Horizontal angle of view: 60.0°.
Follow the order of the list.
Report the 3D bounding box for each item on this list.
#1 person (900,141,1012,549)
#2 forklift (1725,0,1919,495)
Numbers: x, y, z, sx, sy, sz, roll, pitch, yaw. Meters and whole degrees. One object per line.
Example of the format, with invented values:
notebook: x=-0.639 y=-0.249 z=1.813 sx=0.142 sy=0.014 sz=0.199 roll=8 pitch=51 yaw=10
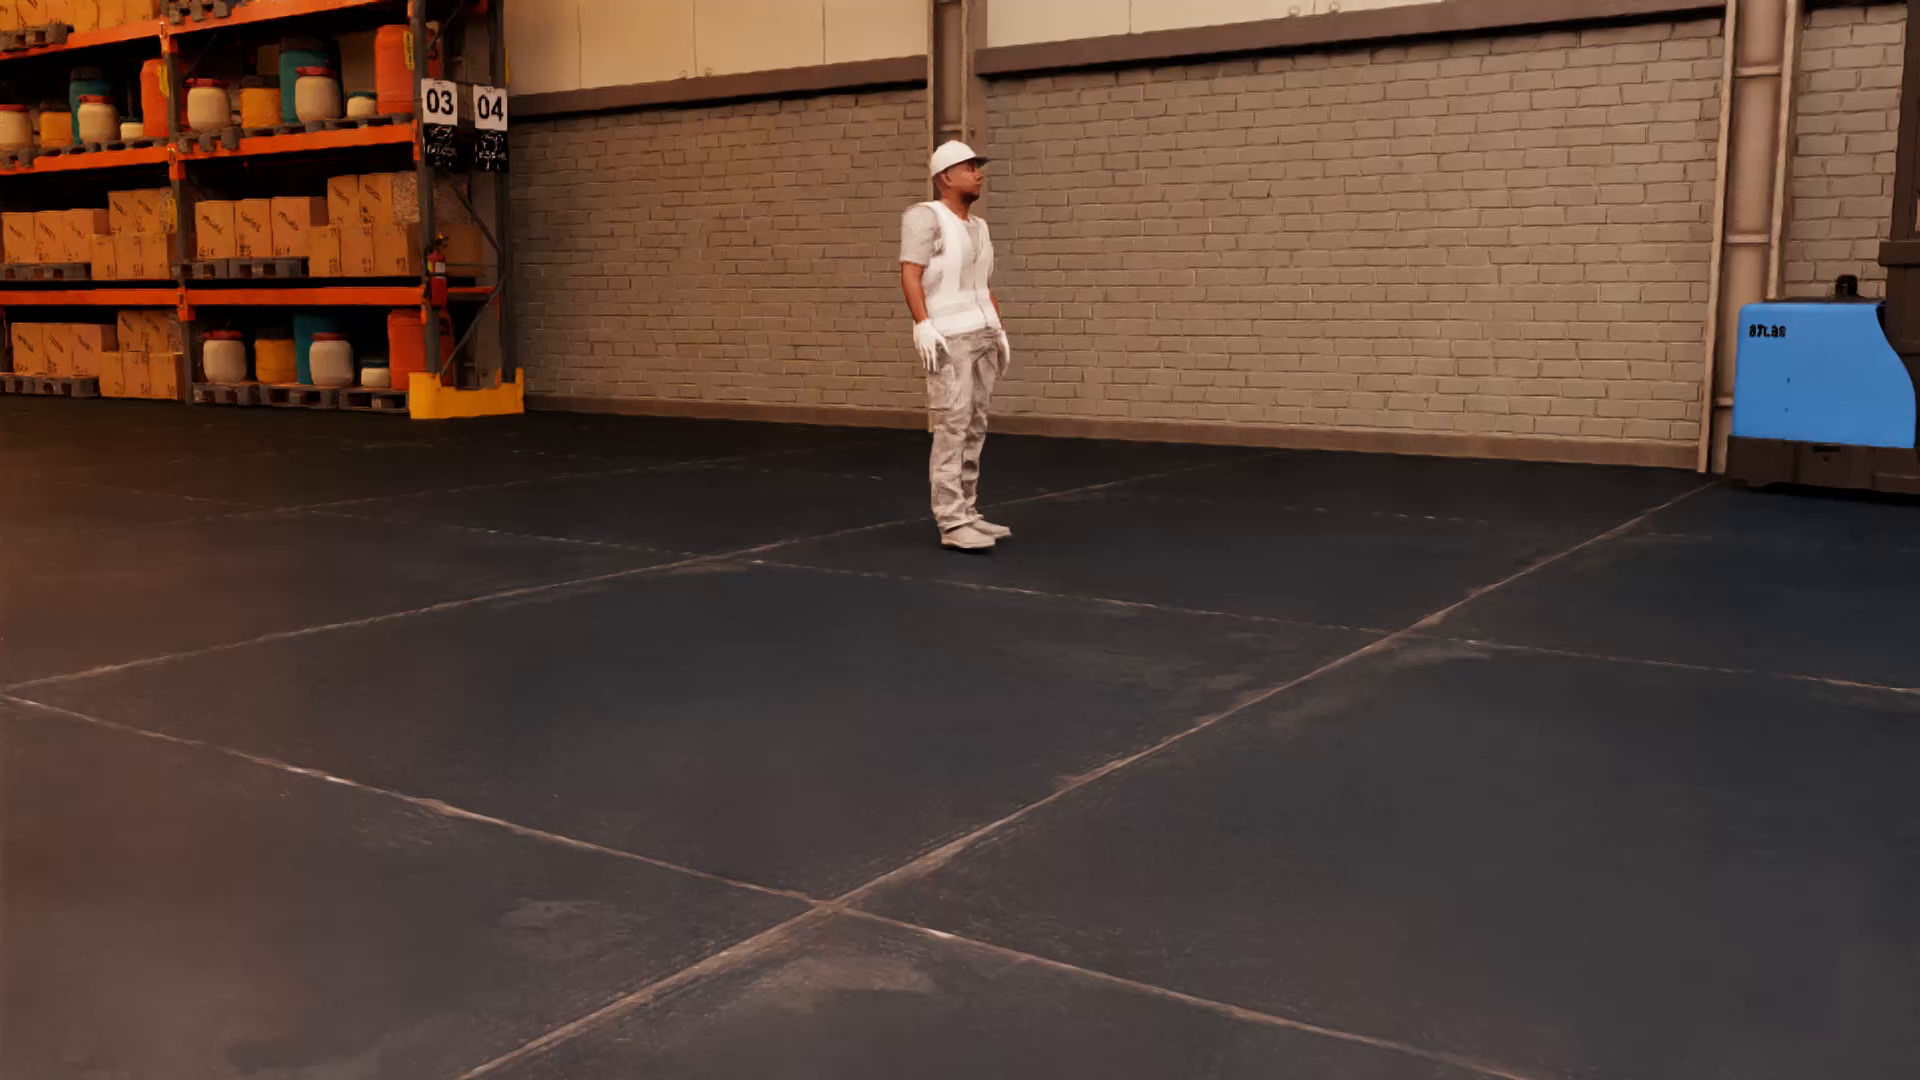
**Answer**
person: x=0.055 y=-0.883 z=7.431 sx=0.576 sy=1.782 sz=0.655 roll=5 pitch=10 yaw=34
forklift: x=5.727 y=-1.619 z=8.579 sx=1.130 sy=2.935 sz=3.031 roll=-6 pitch=10 yaw=-36
